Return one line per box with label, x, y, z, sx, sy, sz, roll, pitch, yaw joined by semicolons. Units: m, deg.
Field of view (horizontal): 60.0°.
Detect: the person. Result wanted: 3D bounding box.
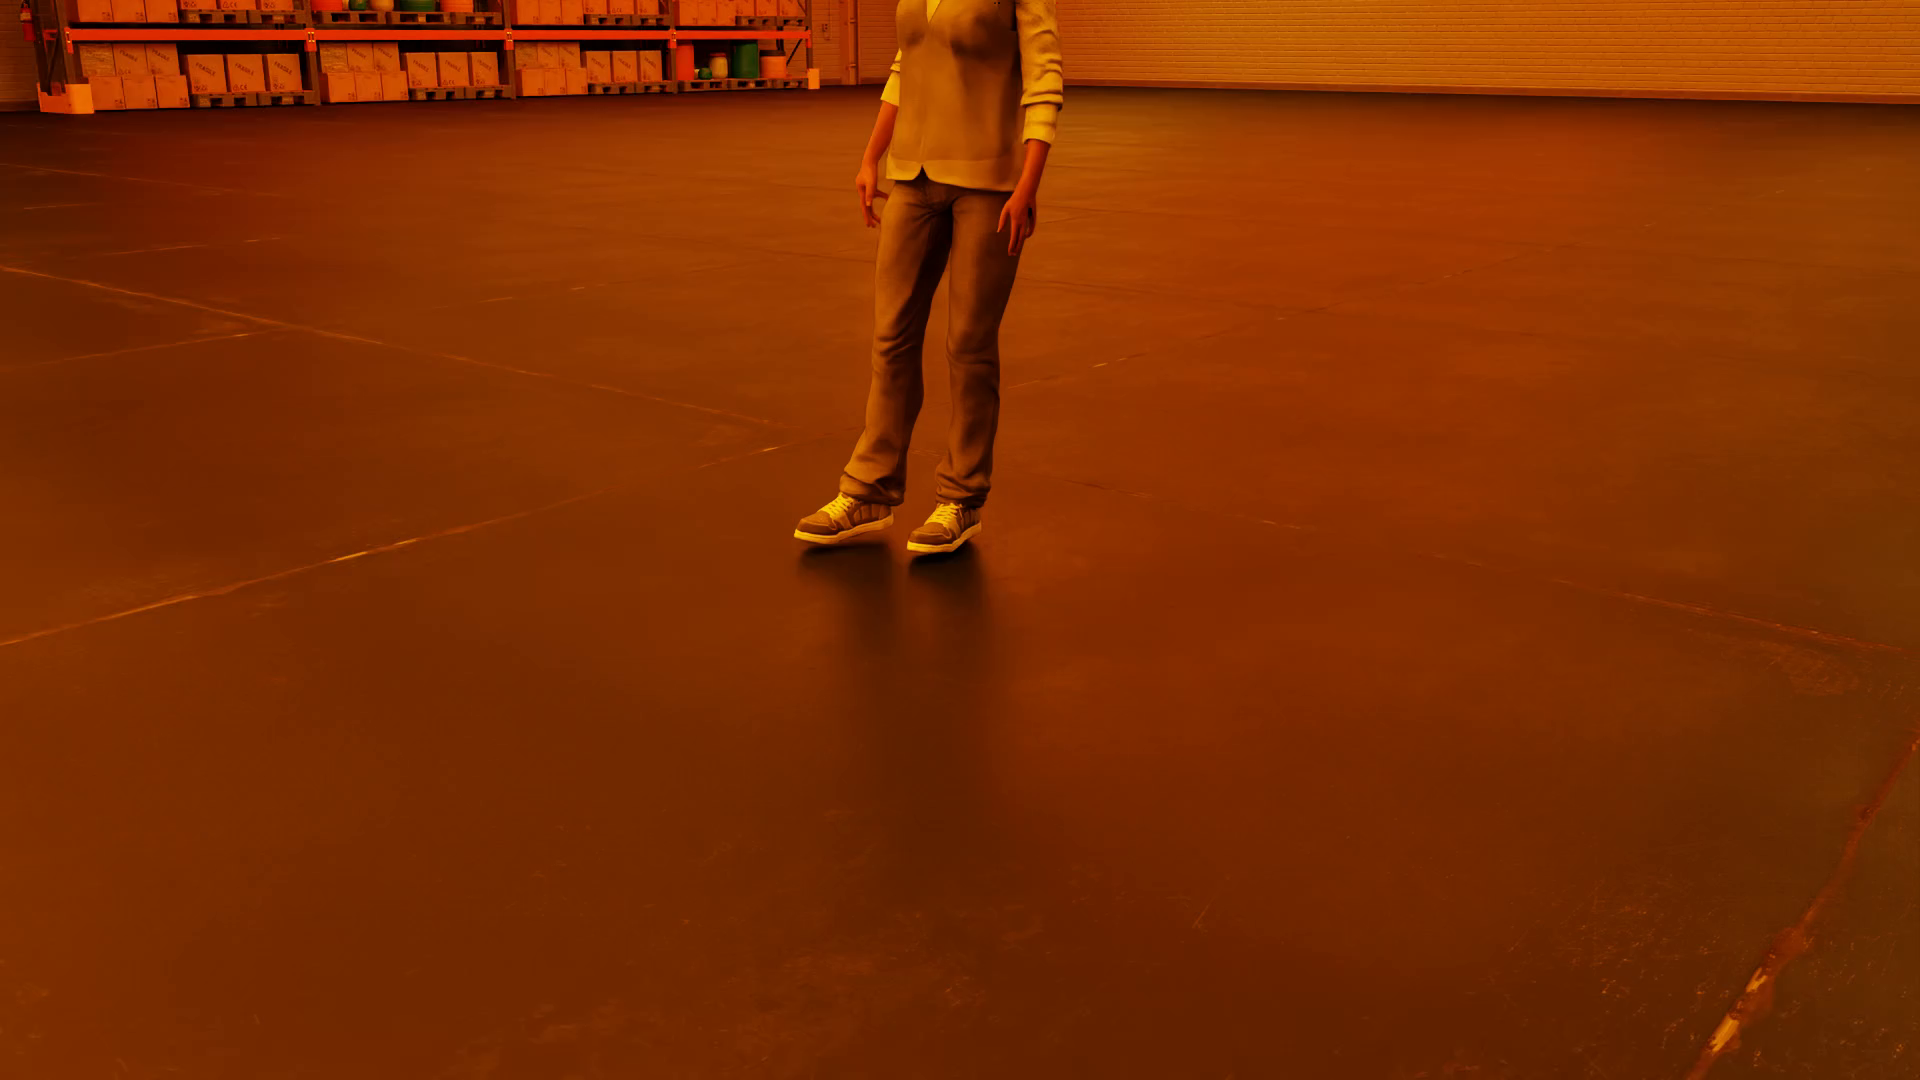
person;-0.058;-0.757;3.661;0.521;1.599;0.473;13;21;37
